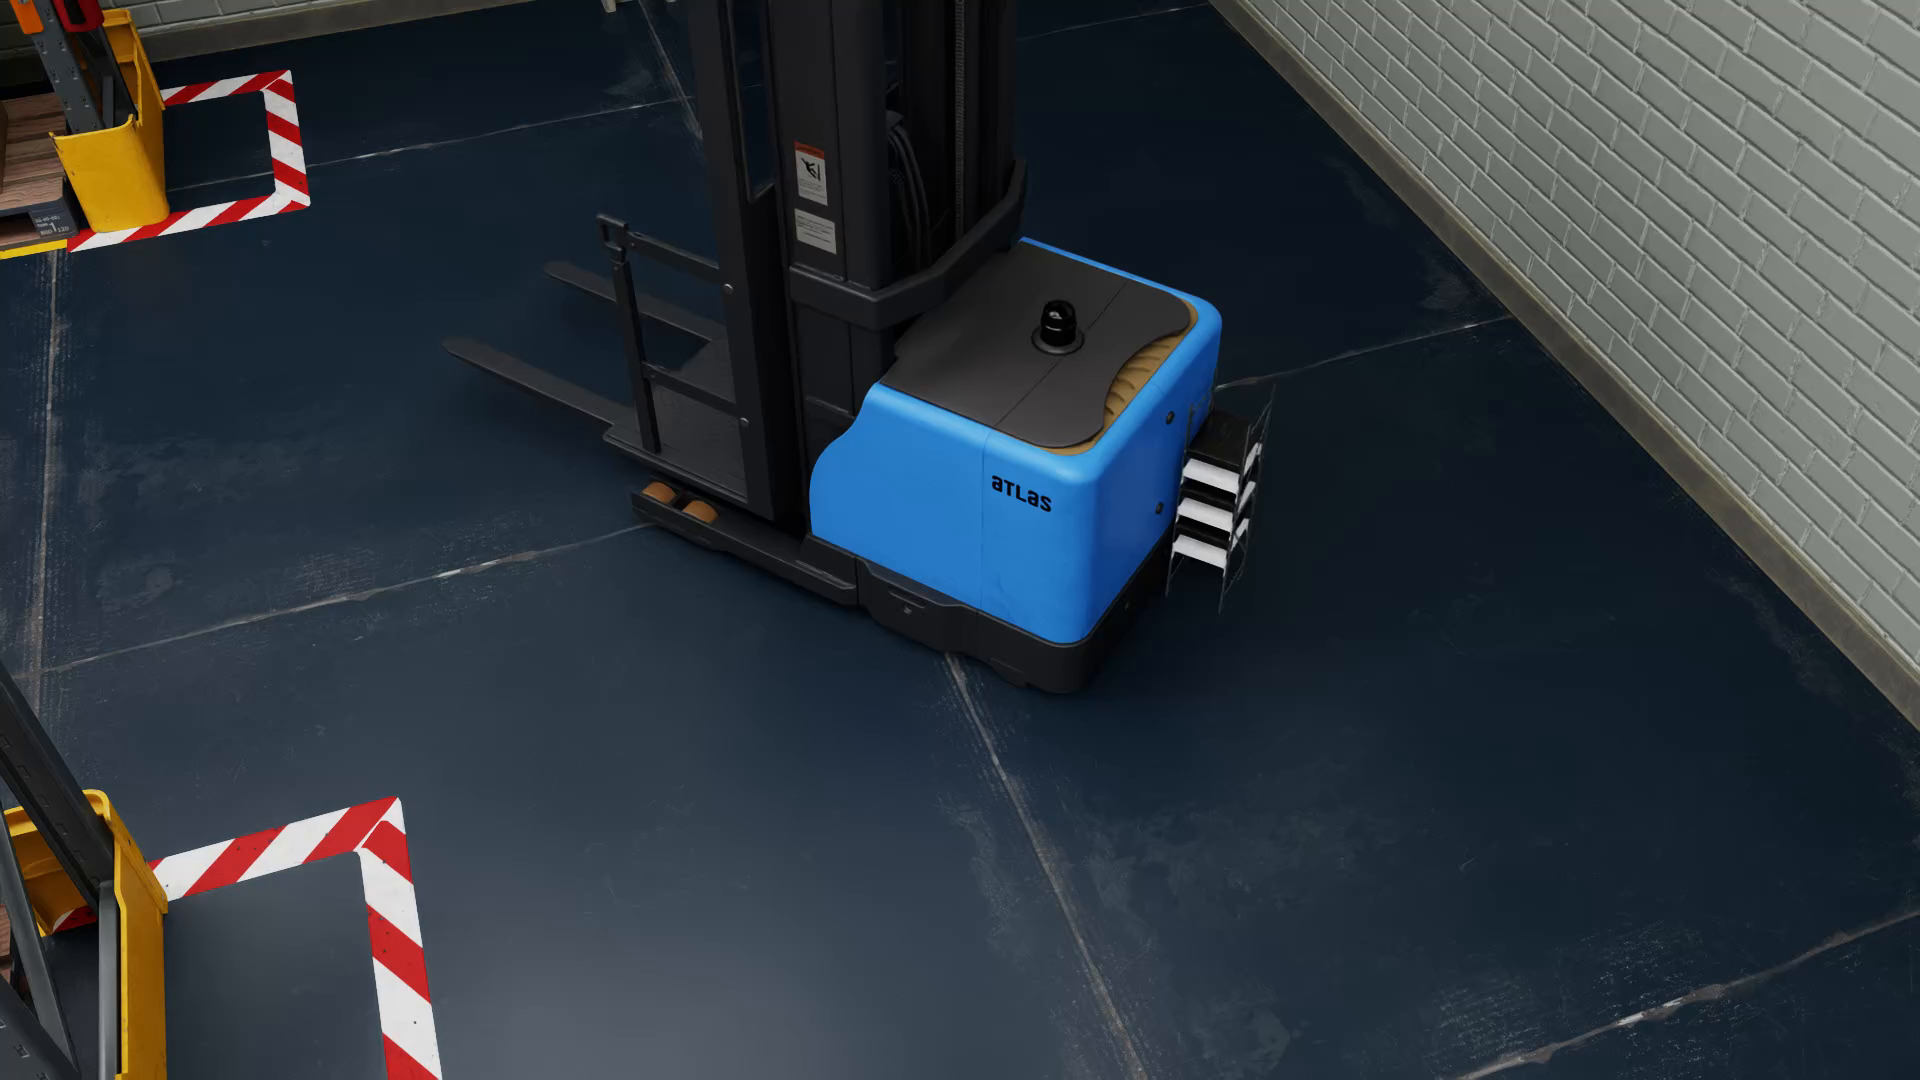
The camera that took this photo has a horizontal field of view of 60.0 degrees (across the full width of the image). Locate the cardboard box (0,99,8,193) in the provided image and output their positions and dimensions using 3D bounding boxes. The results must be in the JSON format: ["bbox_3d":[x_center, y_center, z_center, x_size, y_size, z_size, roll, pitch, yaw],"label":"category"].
[{"bbox_3d":[-4.679,-1.913,7.508,0.500,0.500,0.700,-14,47,-14],"label":"cardboard box"}]

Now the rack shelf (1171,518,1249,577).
[{"bbox_3d":[0.896,-0.007,5.922,0.200,0.077,0.258,21,49,19],"label":"rack shelf"}]

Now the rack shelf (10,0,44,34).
[{"bbox_3d":[-5.935,-2.148,6.781,4.000,0.370,1.077,-14,47,-14],"label":"rack shelf"}]

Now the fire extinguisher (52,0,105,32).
[{"bbox_3d":[-3.756,-2.452,6.894,0.183,0.674,0.296,-14,47,-14],"label":"fire extinguisher"}]

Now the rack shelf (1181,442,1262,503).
[{"bbox_3d":[0.896,-0.261,5.667,0.200,0.077,0.258,21,49,19],"label":"rack shelf"}]

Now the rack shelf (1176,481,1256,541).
[{"bbox_3d":[0.896,-0.134,5.795,0.200,0.077,0.258,21,49,19],"label":"rack shelf"}]

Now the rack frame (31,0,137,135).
[{"bbox_3d":[-4.054,-2.883,7.005,0.127,3.000,1.000,-14,47,-14],"label":"rack frame"}]

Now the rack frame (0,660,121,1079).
[{"bbox_3d":[-2.369,0.417,3.717,0.127,3.000,1.000,-14,47,-14],"label":"rack frame"}]

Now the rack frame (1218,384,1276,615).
[{"bbox_3d":[0.986,-0.123,5.738,0.006,0.900,0.240,21,49,19],"label":"rack frame"}]

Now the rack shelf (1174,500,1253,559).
[{"bbox_3d":[0.896,-0.070,5.859,0.200,0.077,0.258,21,49,19],"label":"rack shelf"}]

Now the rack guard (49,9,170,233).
[{"bbox_3d":[-4.032,-2.006,7.896,0.348,0.500,1.175,-14,47,-14],"label":"rack guard"}]

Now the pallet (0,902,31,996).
[{"bbox_3d":[-3.190,1.612,4.495,1.213,0.211,1.003,-14,47,-14],"label":"pallet"}]

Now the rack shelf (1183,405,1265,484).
[{"bbox_3d":[0.896,-0.324,5.604,0.200,0.077,0.258,21,49,19],"label":"rack shelf"}]

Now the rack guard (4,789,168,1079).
[{"bbox_3d":[-2.440,1.317,4.584,0.348,0.500,1.175,-14,47,-14],"label":"rack guard"}]

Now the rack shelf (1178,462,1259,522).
[{"bbox_3d":[0.896,-0.197,5.731,0.200,0.077,0.258,21,49,19],"label":"rack shelf"}]

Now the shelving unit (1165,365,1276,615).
[{"bbox_3d":[0.896,-0.157,5.771,0.210,0.900,0.258,21,49,19],"label":"shelving unit"}]

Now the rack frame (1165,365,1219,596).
[{"bbox_3d":[0.806,-0.191,5.805,0.006,0.900,0.240,21,49,19],"label":"rack frame"}]

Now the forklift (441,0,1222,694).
[{"bbox_3d":[-0.638,-1.312,5.488,3.031,2.935,1.130,23,50,22],"label":"forklift"}]

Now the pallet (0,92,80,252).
[{"bbox_3d":[-4.780,-1.654,7.749,1.213,0.211,1.003,-14,47,-14],"label":"pallet"}]
